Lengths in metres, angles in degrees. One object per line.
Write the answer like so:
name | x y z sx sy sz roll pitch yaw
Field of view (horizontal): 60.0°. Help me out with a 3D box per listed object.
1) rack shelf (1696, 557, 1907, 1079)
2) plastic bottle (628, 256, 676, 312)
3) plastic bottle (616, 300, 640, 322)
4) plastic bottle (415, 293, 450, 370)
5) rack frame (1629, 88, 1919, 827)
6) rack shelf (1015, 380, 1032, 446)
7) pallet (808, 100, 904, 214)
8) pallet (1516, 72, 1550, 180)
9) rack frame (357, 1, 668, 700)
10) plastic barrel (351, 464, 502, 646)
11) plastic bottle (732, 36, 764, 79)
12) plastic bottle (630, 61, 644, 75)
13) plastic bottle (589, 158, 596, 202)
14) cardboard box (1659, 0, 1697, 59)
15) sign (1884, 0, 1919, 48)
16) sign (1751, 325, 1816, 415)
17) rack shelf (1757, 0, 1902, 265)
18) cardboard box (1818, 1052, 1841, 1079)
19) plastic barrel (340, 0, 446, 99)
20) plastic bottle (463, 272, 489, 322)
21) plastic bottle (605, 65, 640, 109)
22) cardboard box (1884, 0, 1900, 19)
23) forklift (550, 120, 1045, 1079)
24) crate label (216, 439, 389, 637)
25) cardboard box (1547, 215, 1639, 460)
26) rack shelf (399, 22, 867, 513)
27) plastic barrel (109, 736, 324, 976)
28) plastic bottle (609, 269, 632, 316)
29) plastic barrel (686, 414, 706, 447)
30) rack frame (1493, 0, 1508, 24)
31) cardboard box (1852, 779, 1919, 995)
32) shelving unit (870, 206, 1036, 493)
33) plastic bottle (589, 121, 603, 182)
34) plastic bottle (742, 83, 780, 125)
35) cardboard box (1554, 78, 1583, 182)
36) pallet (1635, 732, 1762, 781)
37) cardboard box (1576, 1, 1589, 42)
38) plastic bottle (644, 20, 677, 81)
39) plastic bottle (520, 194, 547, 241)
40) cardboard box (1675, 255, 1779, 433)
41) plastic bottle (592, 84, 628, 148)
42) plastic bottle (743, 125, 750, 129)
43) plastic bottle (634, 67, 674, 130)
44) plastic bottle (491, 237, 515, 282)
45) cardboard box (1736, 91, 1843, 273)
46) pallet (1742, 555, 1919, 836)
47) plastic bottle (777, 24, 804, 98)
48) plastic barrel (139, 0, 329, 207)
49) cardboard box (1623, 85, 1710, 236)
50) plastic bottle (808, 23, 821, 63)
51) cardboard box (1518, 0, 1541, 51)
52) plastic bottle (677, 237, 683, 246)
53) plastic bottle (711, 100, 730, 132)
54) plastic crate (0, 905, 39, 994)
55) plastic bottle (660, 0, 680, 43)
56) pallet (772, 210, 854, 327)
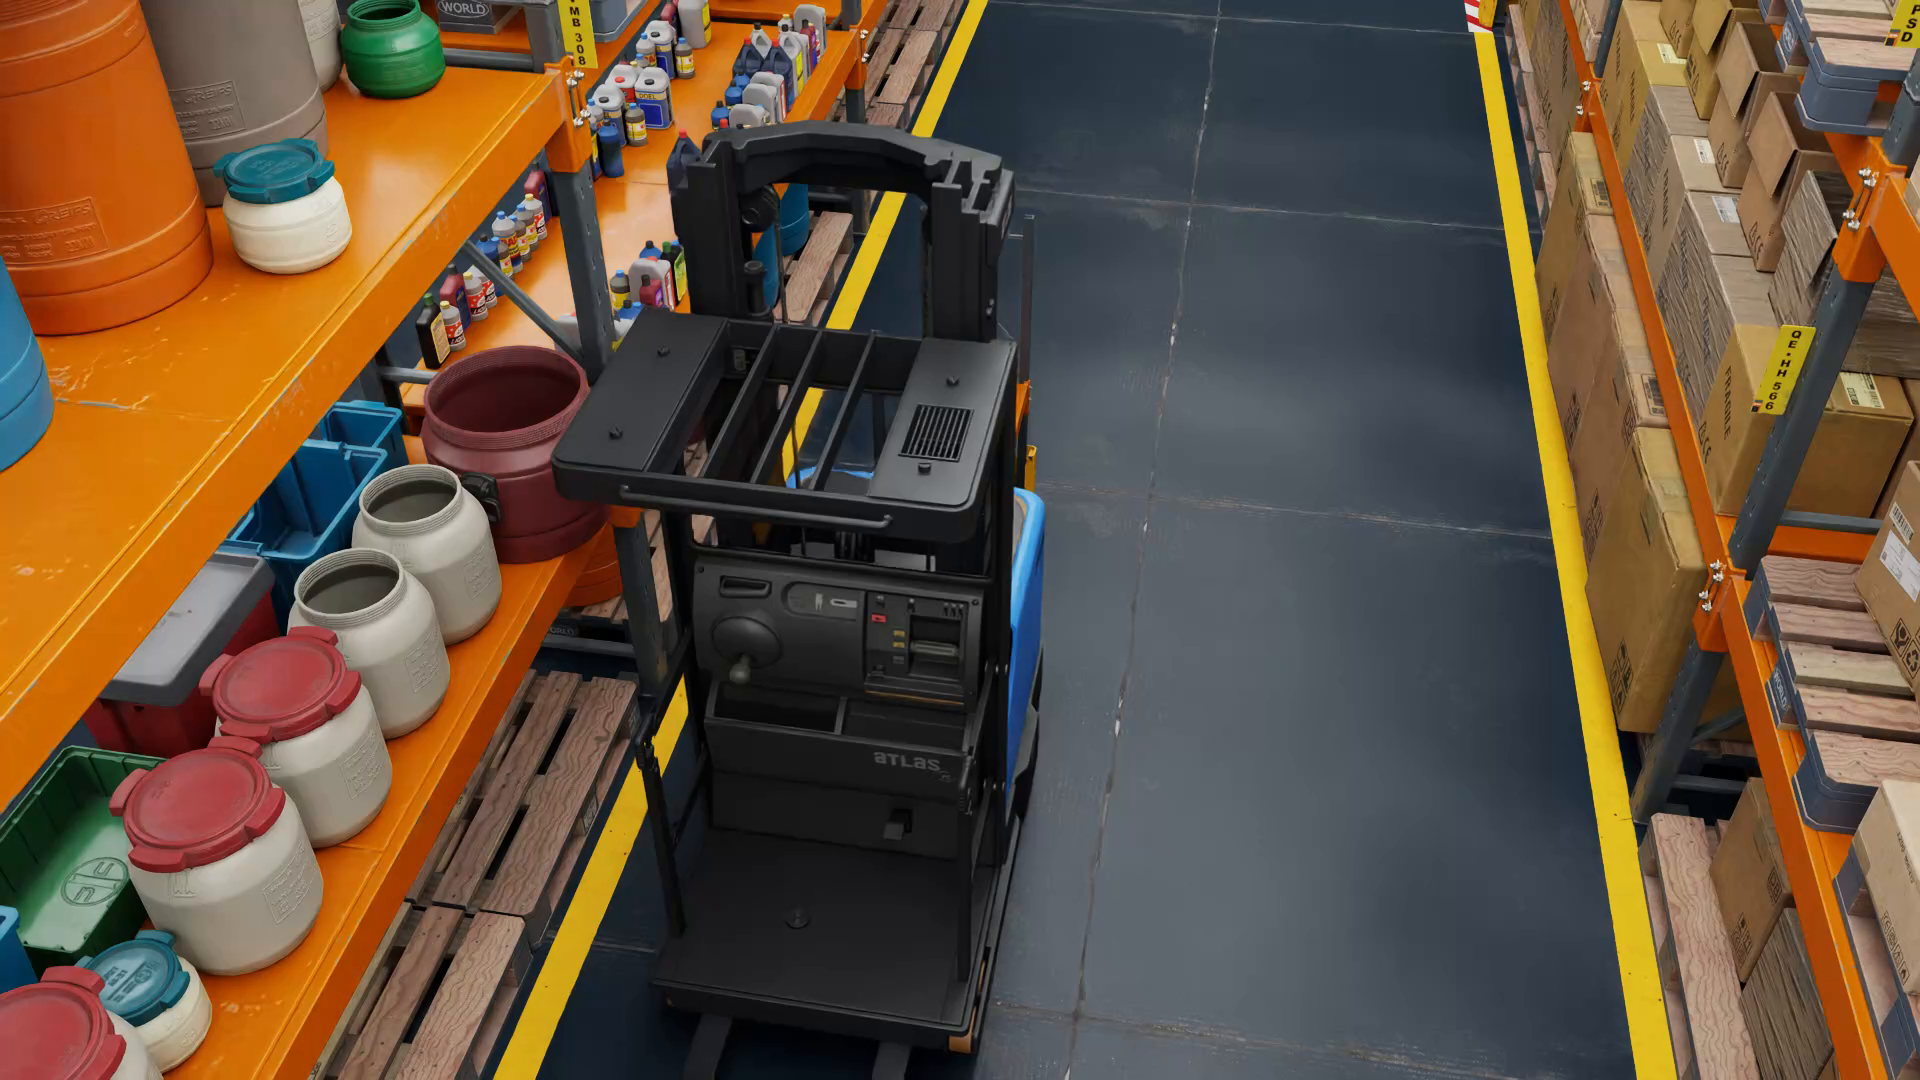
rack shelf | 2.788 1.506 4.236 1.077 0.370 4.000 6 40 8
plastic bottle | -1.271 -1.051 6.862 0.152 0.276 0.135 6 40 8
plastic bottle | -1.304 -0.829 6.597 0.097 0.271 0.097 0 40 0
plastic bottle | -2.095 -0.829 6.587 0.061 0.283 0.133 6 40 8
rack frame | 3.134 -0.027 5.525 1.000 3.000 0.127 6 40 8
rack shelf | -0.015 -0.386 7.419 0.538 0.185 1.000 6 40 8
pallet | -0.963 -2.474 10.674 1.003 0.211 1.213 6 40 8
pallet | 4.243 -2.699 10.946 1.003 0.211 1.213 6 40 8
rack frame | -1.744 -0.573 6.186 1.000 3.000 0.127 6 40 8
plastic barrel | -1.712 0.053 5.341 0.421 0.512 0.421 0 40 0
plastic bottle | -1.063 -2.351 8.375 0.144 0.351 0.185 6 40 8
plastic bottle | -1.652 -2.337 8.475 0.097 0.201 0.097 0 40 0
plastic bottle | -1.723 -1.646 7.576 0.061 0.283 0.133 6 40 8
cardboard box | 3.724 -2.561 7.724 0.797 0.503 0.637 5 40 7
sign | 2.589 -1.479 4.460 0.100 0.325 0.005 6 40 8
sign | 2.587 -0.532 5.228 0.100 0.325 0.005 6 40 8
rack shelf | 3.480 -2.161 6.317 1.077 0.370 4.000 6 40 8
cardboard box | 2.863 1.896 4.816 0.700 0.500 0.500 10 41 11
plastic barrel | -1.737 -1.509 5.085 0.294 0.245 0.294 0 40 0
plastic bottle | -2.017 -1.013 6.873 0.097 0.201 0.097 0 40 0
plastic bottle | -1.668 -2.206 8.258 0.152 0.276 0.135 6 40 8
cardboard box | 3.168 -1.775 4.875 0.797 0.503 0.637 9 40 10
forklift | -0.426 0.374 5.095 1.130 2.935 3.031 7 40 8
crate label | -2.183 0.007 5.456 0.502 0.435 0.616 6 40 8
cardboard box | 3.581 -0.915 7.938 1.225 0.875 0.875 5 40 6
rack shelf | -1.398 -1.551 7.933 1.077 0.370 4.000 6 40 8
plastic barrel | -1.928 0.848 4.360 0.433 0.535 0.433 0 40 0
plastic bottle | -1.397 -1.025 6.888 0.097 0.201 0.097 0 40 0
plastic barrel | -1.481 -0.823 8.051 0.600 0.588 0.708 6 40 8
rack frame | 4.518 -5.048 11.598 1.000 3.000 0.127 6 40 8
cardboard box | 2.617 0.896 4.198 0.500 0.250 0.500 5 40 6
shelving unit | -0.013 -0.530 7.311 0.587 1.500 1.083 6 40 8
plastic bottle | -1.773 -1.867 7.790 0.144 0.351 0.185 6 40 8
plastic bottle | -0.976 -2.122 8.157 0.152 0.276 0.135 6 40 8
cardboard box | 4.019 -2.286 9.595 0.875 0.875 0.875 6 40 8
pallet | 3.344 0.561 7.002 1.003 0.211 1.213 6 40 8
cardboard box | 3.600 -2.830 9.113 0.380 0.149 0.250 7 40 9
plastic bottle | -1.571 -2.557 8.683 0.152 0.276 0.135 6 40 8
plastic bottle | -1.899 -1.440 7.391 0.097 0.201 0.097 0 40 0
cardboard box | 3.067 -0.715 6.279 0.500 0.500 0.500 6 40 7
plastic bottle | -1.708 -2.060 8.082 0.152 0.276 0.135 6 40 8
plastic bottle | -1.009 -1.872 7.913 0.097 0.201 0.097 0 40 0
plastic bottle | -1.518 -2.189 8.238 0.152 0.276 0.135 6 40 8
plastic bottle | -1.966 -1.196 7.095 0.097 0.201 0.097 0 40 0
cardboard box | 3.392 -1.318 6.221 0.797 0.503 0.637 7 40 9
pallet | 3.115 0.506 5.031 1.213 0.211 1.003 6 40 8
plastic bottle | -0.889 -2.451 8.496 0.144 0.351 0.185 6 40 8
plastic barrel | -2.100 -1.431 4.476 0.600 0.901 0.600 0 40 0
cardboard box | 3.327 -1.685 7.452 0.500 0.500 0.500 6 40 7
plastic bottle | -0.795 -2.648 8.851 0.097 0.201 0.097 0 40 0
cardboard box | 4.486 -3.980 11.645 0.875 0.875 0.875 6 40 8
plastic bottle | -1.163 -1.278 7.130 0.061 0.283 0.133 6 40 8
plastic bottle | -1.142 -1.977 7.985 0.097 0.271 0.097 0 40 0
plastic crate | -2.552 1.217 4.033 0.392 0.384 0.575 6 40 8
plastic bottle | -1.559 -2.772 8.937 0.061 0.283 0.133 6 40 8
pallet | -1.227 -1.529 9.531 1.003 0.211 1.213 6 40 8
